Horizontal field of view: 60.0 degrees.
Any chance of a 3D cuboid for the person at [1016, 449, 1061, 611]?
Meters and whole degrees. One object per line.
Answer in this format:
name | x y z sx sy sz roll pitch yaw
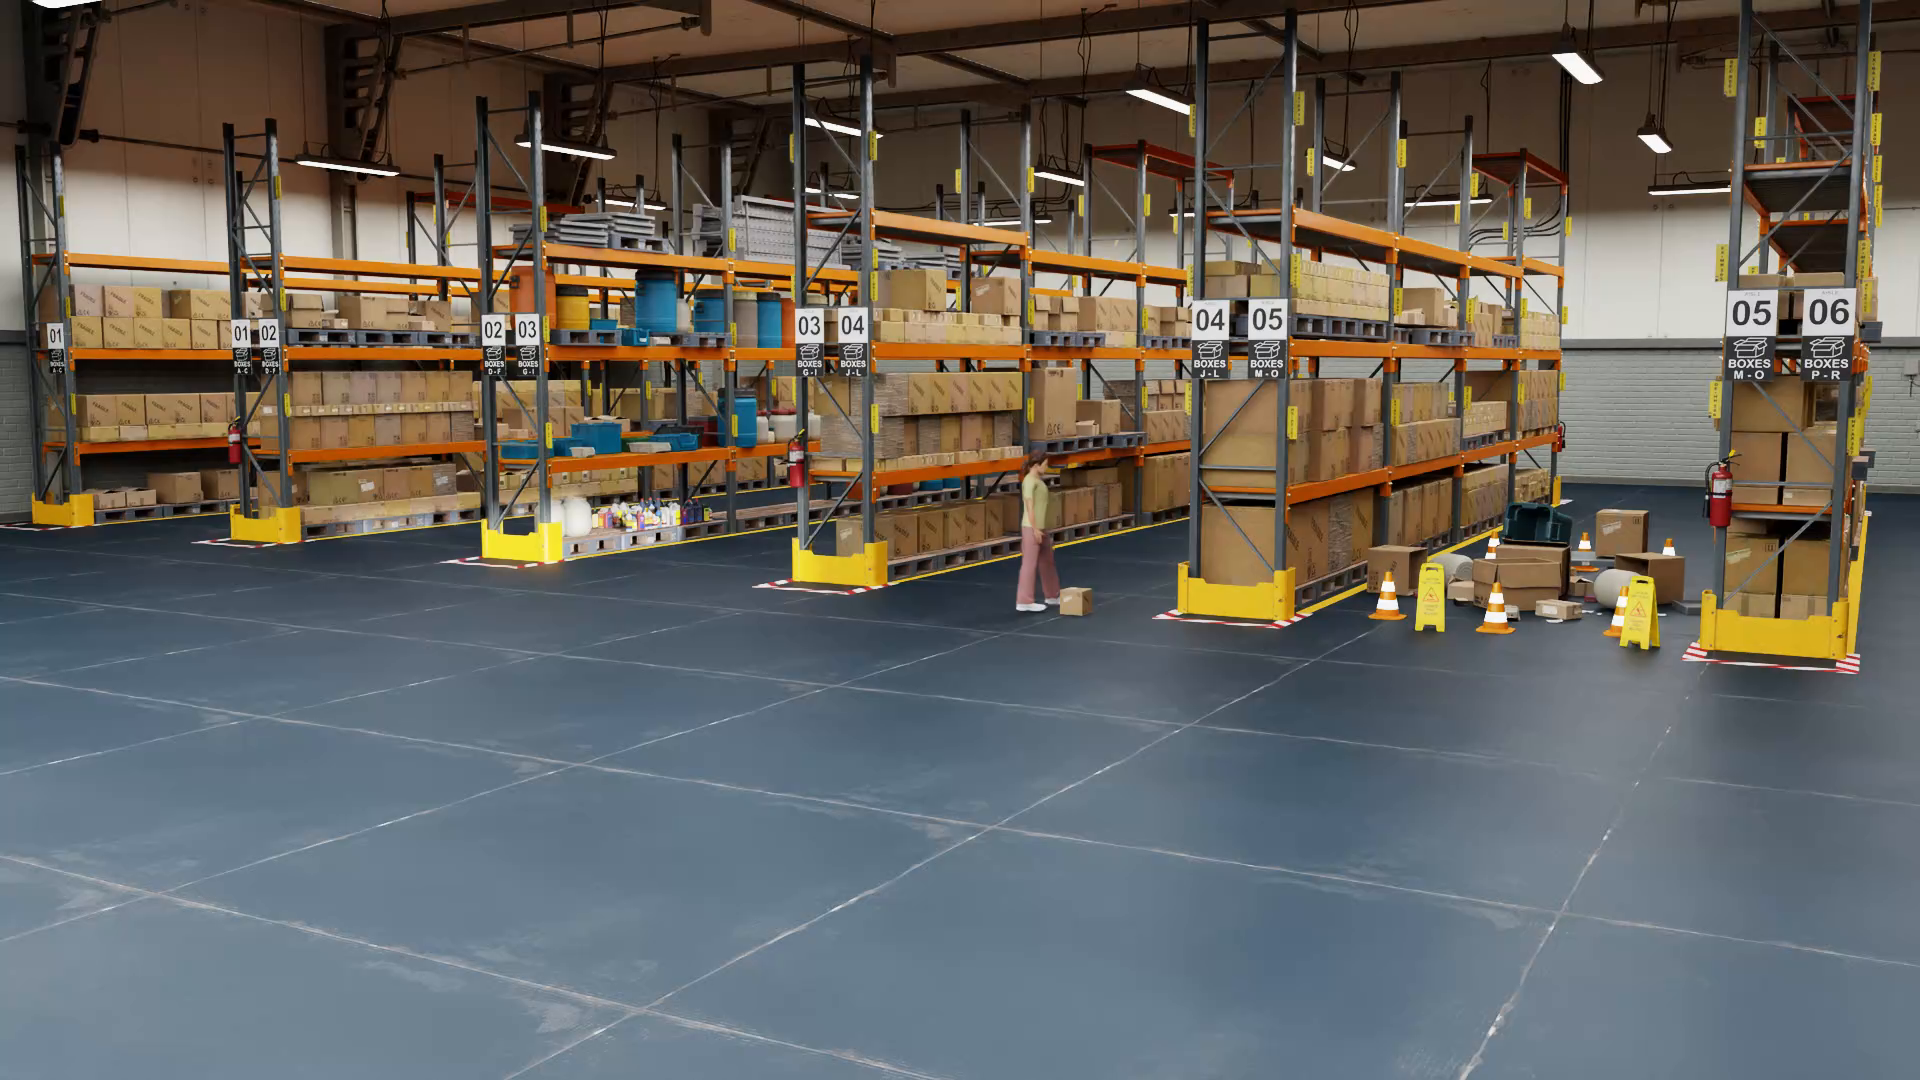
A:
person | 0.889 -0.112 17.303 0.561 1.671 0.551 1 6 12
